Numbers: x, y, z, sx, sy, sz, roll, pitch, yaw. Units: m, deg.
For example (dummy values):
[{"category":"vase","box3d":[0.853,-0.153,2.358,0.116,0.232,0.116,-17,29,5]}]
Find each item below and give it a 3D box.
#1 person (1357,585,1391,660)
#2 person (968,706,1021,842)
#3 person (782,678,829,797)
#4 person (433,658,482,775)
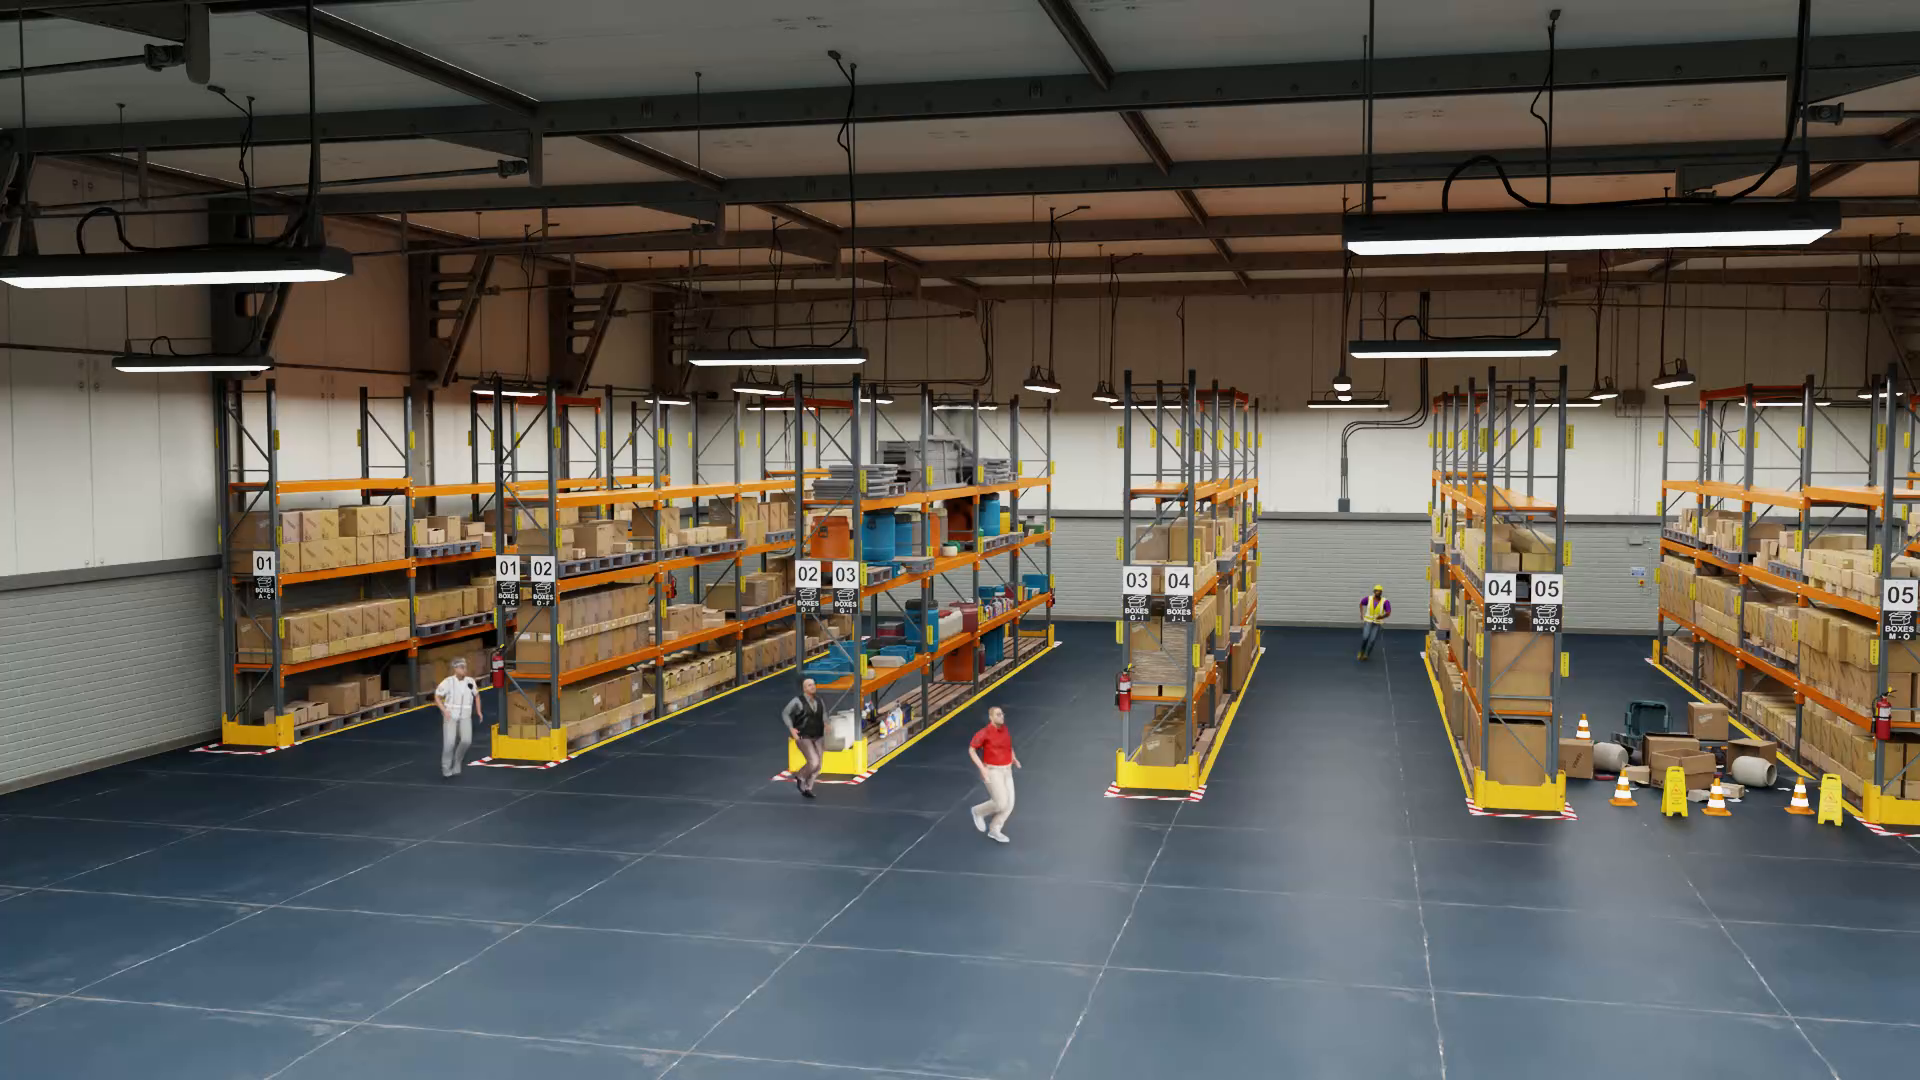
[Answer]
[{"category":"person","box3d":[9.376,1.875,37.639,0.735,1.718,0.624,1,4,14]},{"category":"person","box3d":[0.463,2.923,20.801,0.594,1.684,0.671,3,5,44]},{"category":"person","box3d":[-2.095,2.779,23.289,0.674,1.674,0.542,-3,5,-40]},{"category":"person","box3d":[-7.499,2.653,24.913,0.716,1.747,0.568,-2,4,-30]}]
